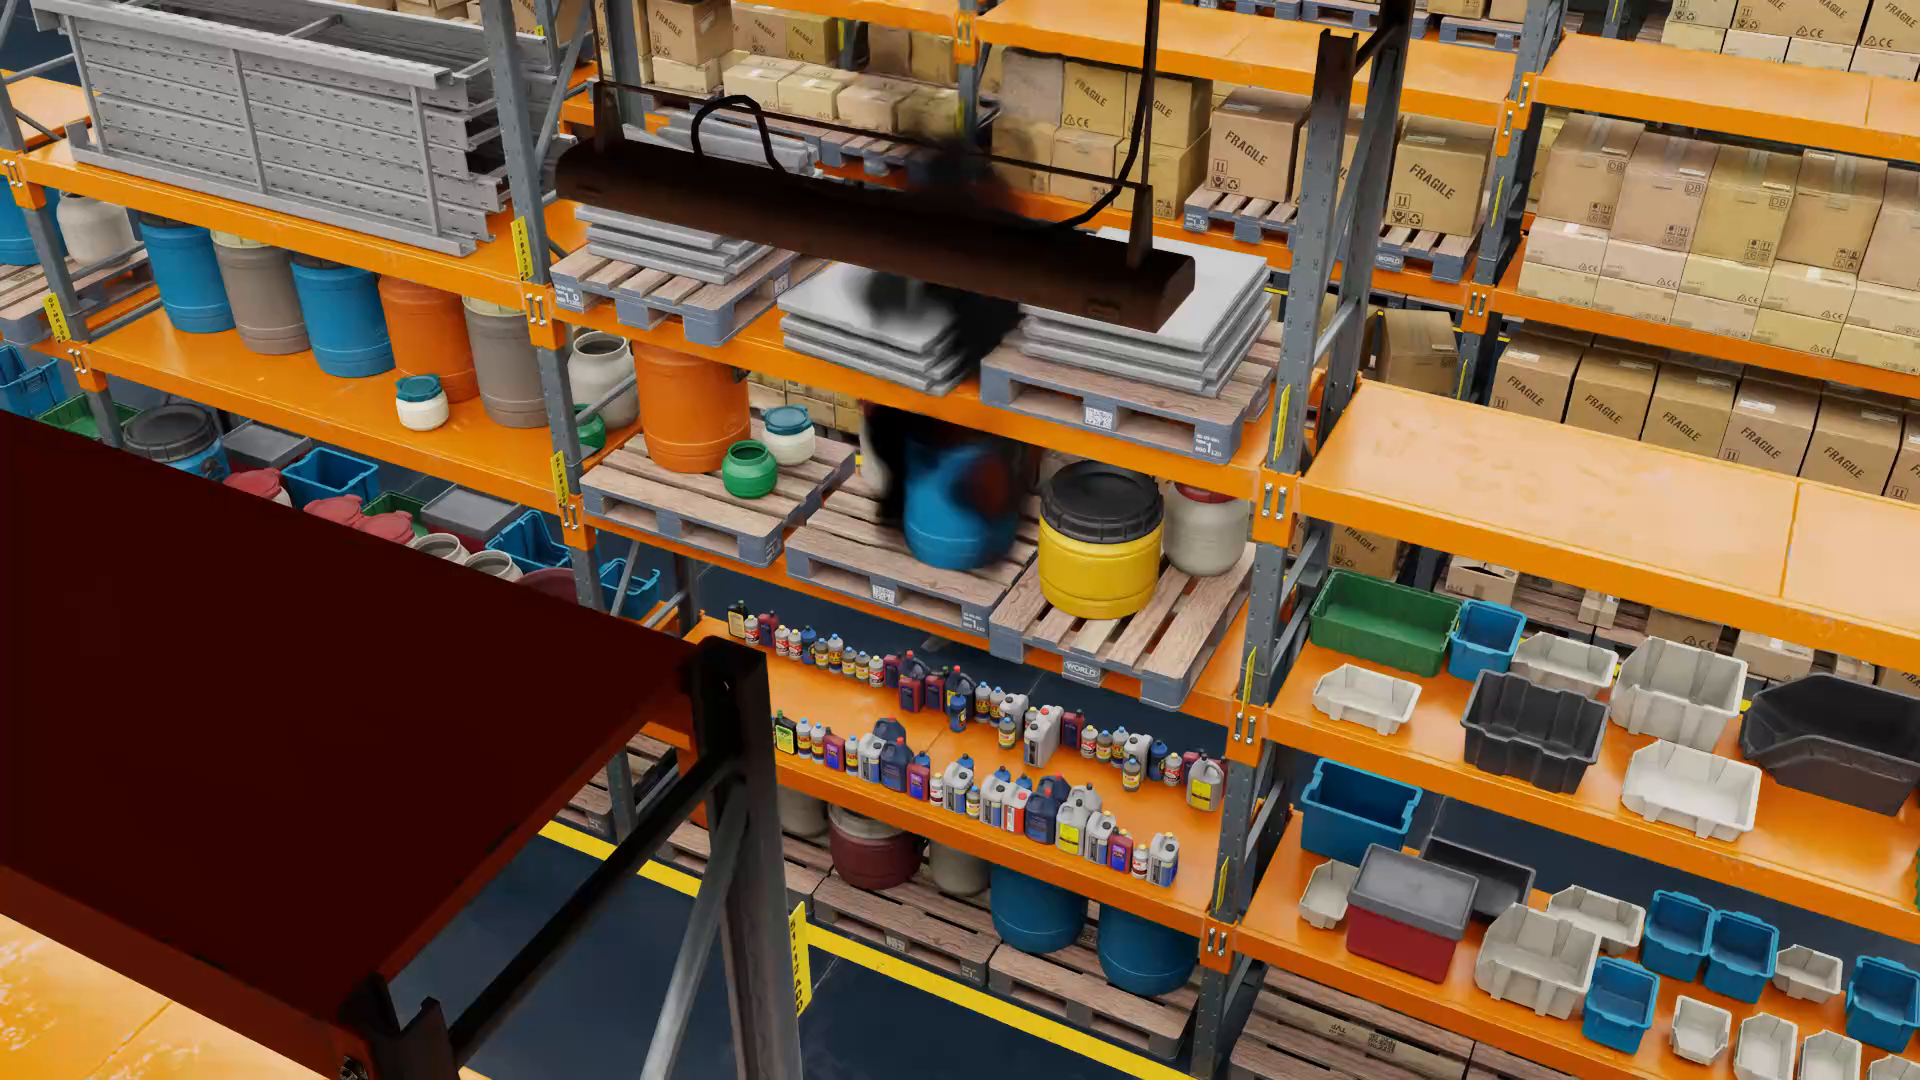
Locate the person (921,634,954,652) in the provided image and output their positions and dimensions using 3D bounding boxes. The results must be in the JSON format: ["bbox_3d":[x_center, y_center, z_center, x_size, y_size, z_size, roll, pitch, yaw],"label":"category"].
[{"bbox_3d":[0.048,0.067,12.257,0.848,1.844,0.678,12,37,16],"label":"person"}]
